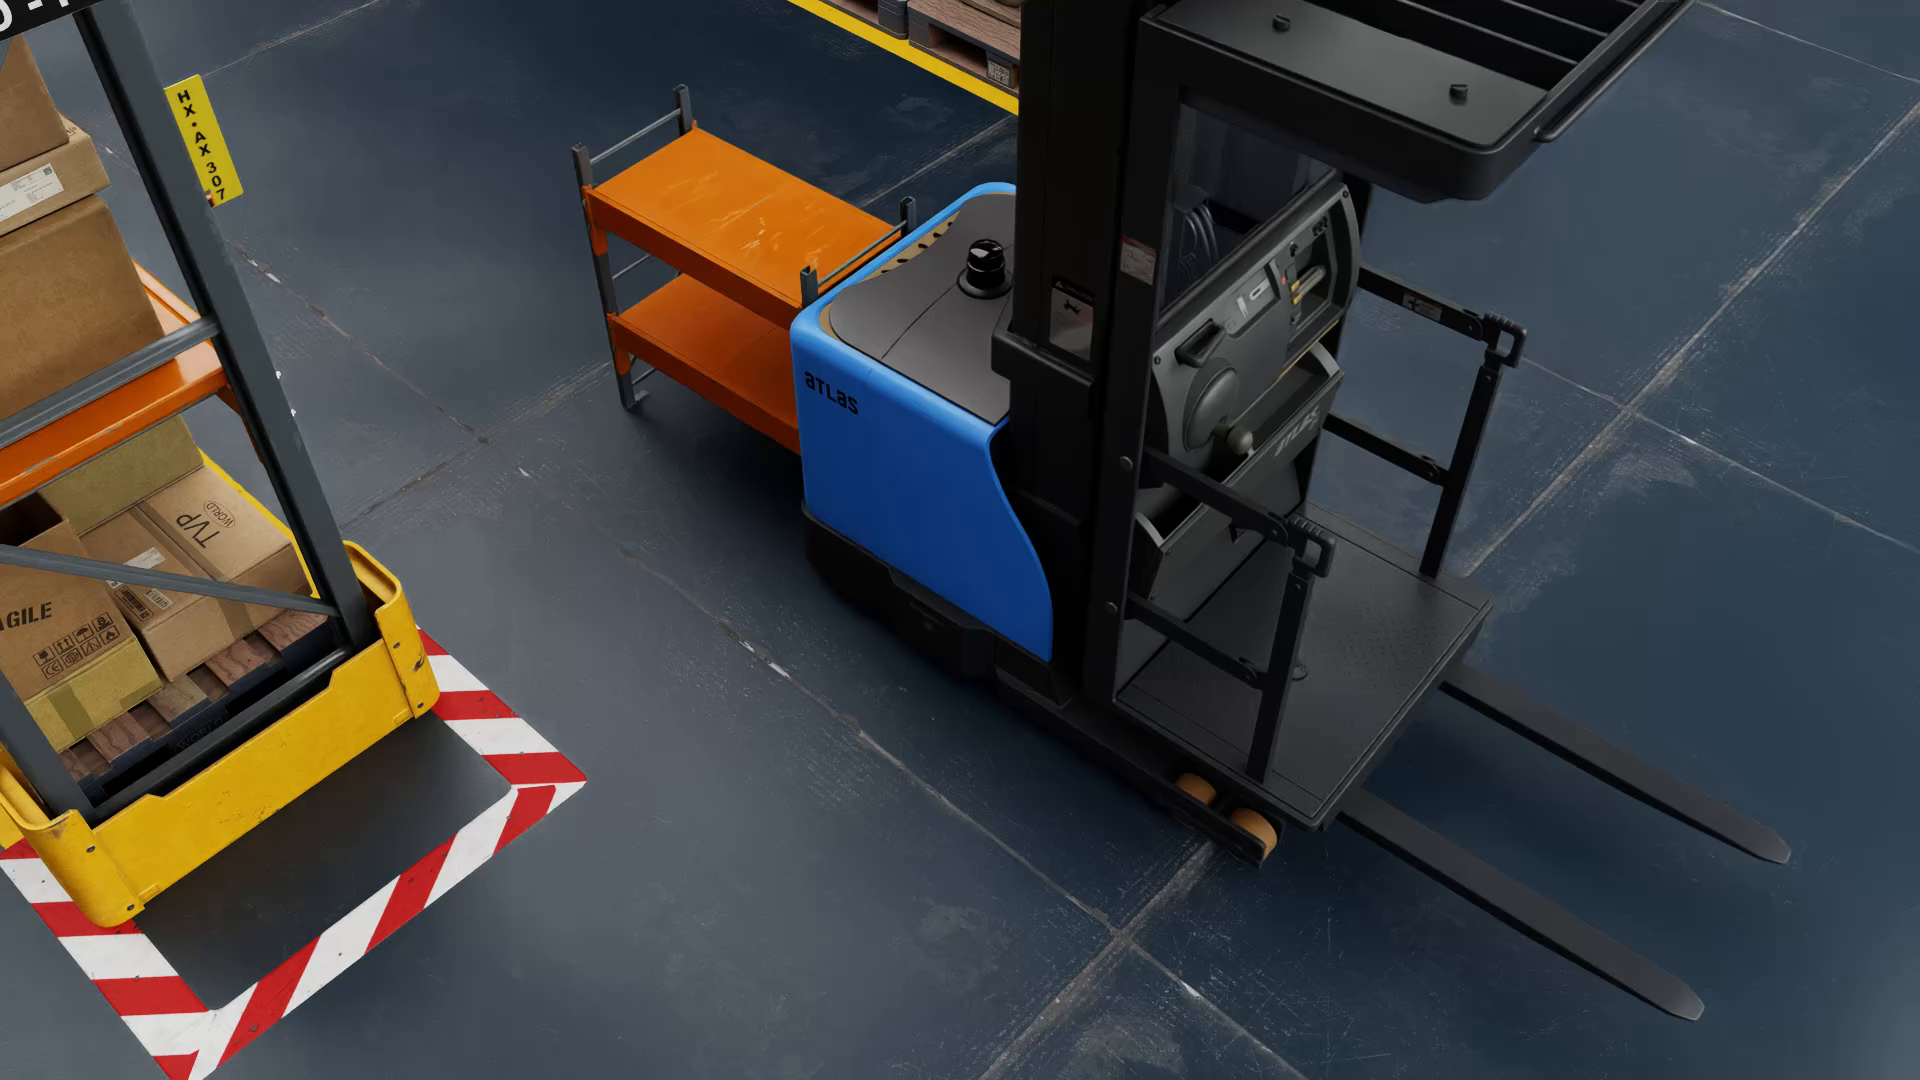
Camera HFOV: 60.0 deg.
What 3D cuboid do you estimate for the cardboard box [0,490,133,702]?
[{"bbox_3d":[-2.763,0.119,4.665,0.500,0.500,0.500,34,55,28],"label":"cardboard box"}]

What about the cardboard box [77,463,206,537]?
[{"bbox_3d":[-2.780,-0.149,5.430,0.500,0.250,0.500,34,55,28],"label":"cardboard box"}]

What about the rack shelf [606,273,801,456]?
[{"bbox_3d":[-0.701,-0.618,5.894,1.000,0.278,0.538,31,54,26],"label":"rack shelf"}]

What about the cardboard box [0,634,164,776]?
[{"bbox_3d":[-2.761,0.374,4.939,0.500,0.250,0.500,34,55,28],"label":"cardboard box"}]

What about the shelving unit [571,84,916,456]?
[{"bbox_3d":[-0.701,-0.785,5.716,1.048,1.125,0.538,31,54,26],"label":"shelving unit"}]

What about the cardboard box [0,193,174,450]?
[{"bbox_3d":[-2.501,-0.588,4.176,0.500,0.500,0.700,34,55,28],"label":"cardboard box"}]

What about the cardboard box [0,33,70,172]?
[{"bbox_3d":[-2.540,-1.058,3.728,0.500,0.500,0.700,34,55,28],"label":"cardboard box"}]

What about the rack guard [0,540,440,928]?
[{"bbox_3d":[-2.149,0.551,4.890,0.348,0.500,1.175,34,55,28],"label":"rack guard"}]

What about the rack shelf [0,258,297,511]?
[{"bbox_3d":[-3.636,-1.059,5.180,4.000,0.370,1.077,34,55,28],"label":"rack shelf"}]

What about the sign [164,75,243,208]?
[{"bbox_3d":[-1.786,-0.934,3.921,0.005,0.325,0.100,34,55,28],"label":"sign"}]

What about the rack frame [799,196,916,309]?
[{"bbox_3d":[-0.309,-0.550,5.494,0.032,1.125,0.500,31,54,26],"label":"rack frame"}]

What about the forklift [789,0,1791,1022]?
[{"bbox_3d":[0.938,-0.500,4.209,3.031,2.935,1.130,31,54,26],"label":"forklift"}]

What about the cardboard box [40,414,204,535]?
[{"bbox_3d":[-2.779,-0.406,5.157,0.500,0.500,0.500,34,55,28],"label":"cardboard box"}]

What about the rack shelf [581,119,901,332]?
[{"bbox_3d":[-0.701,-0.985,5.502,1.000,0.278,0.538,31,54,26],"label":"rack shelf"}]

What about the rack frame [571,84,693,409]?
[{"bbox_3d":[-1.094,-1.021,5.937,0.032,1.125,0.500,31,54,26],"label":"rack frame"}]

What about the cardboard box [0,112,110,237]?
[{"bbox_3d":[-2.309,-0.882,4.007,0.250,0.149,0.380,34,55,27],"label":"cardboard box"}]

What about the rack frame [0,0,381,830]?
[{"bbox_3d":[-2.167,-0.316,3.989,0.127,3.000,1.000,34,55,28],"label":"rack frame"}]

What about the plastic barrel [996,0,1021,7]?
[{"bbox_3d":[0.292,-2.793,7.733,0.421,0.512,0.421,0,47,0],"label":"plastic barrel"}]

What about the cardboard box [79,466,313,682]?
[{"bbox_3d":[-2.410,0.097,5.200,0.500,0.250,0.500,34,55,28],"label":"cardboard box"}]

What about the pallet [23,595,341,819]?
[{"bbox_3d":[-2.757,0.282,5.340,1.213,0.211,1.003,34,55,28],"label":"pallet"}]

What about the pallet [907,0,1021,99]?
[{"bbox_3d":[0.514,-2.431,7.887,1.213,0.211,1.003,34,55,28],"label":"pallet"}]

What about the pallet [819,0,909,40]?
[{"bbox_3d":[-0.378,-3.034,8.454,1.213,0.211,1.003,34,55,28],"label":"pallet"}]
